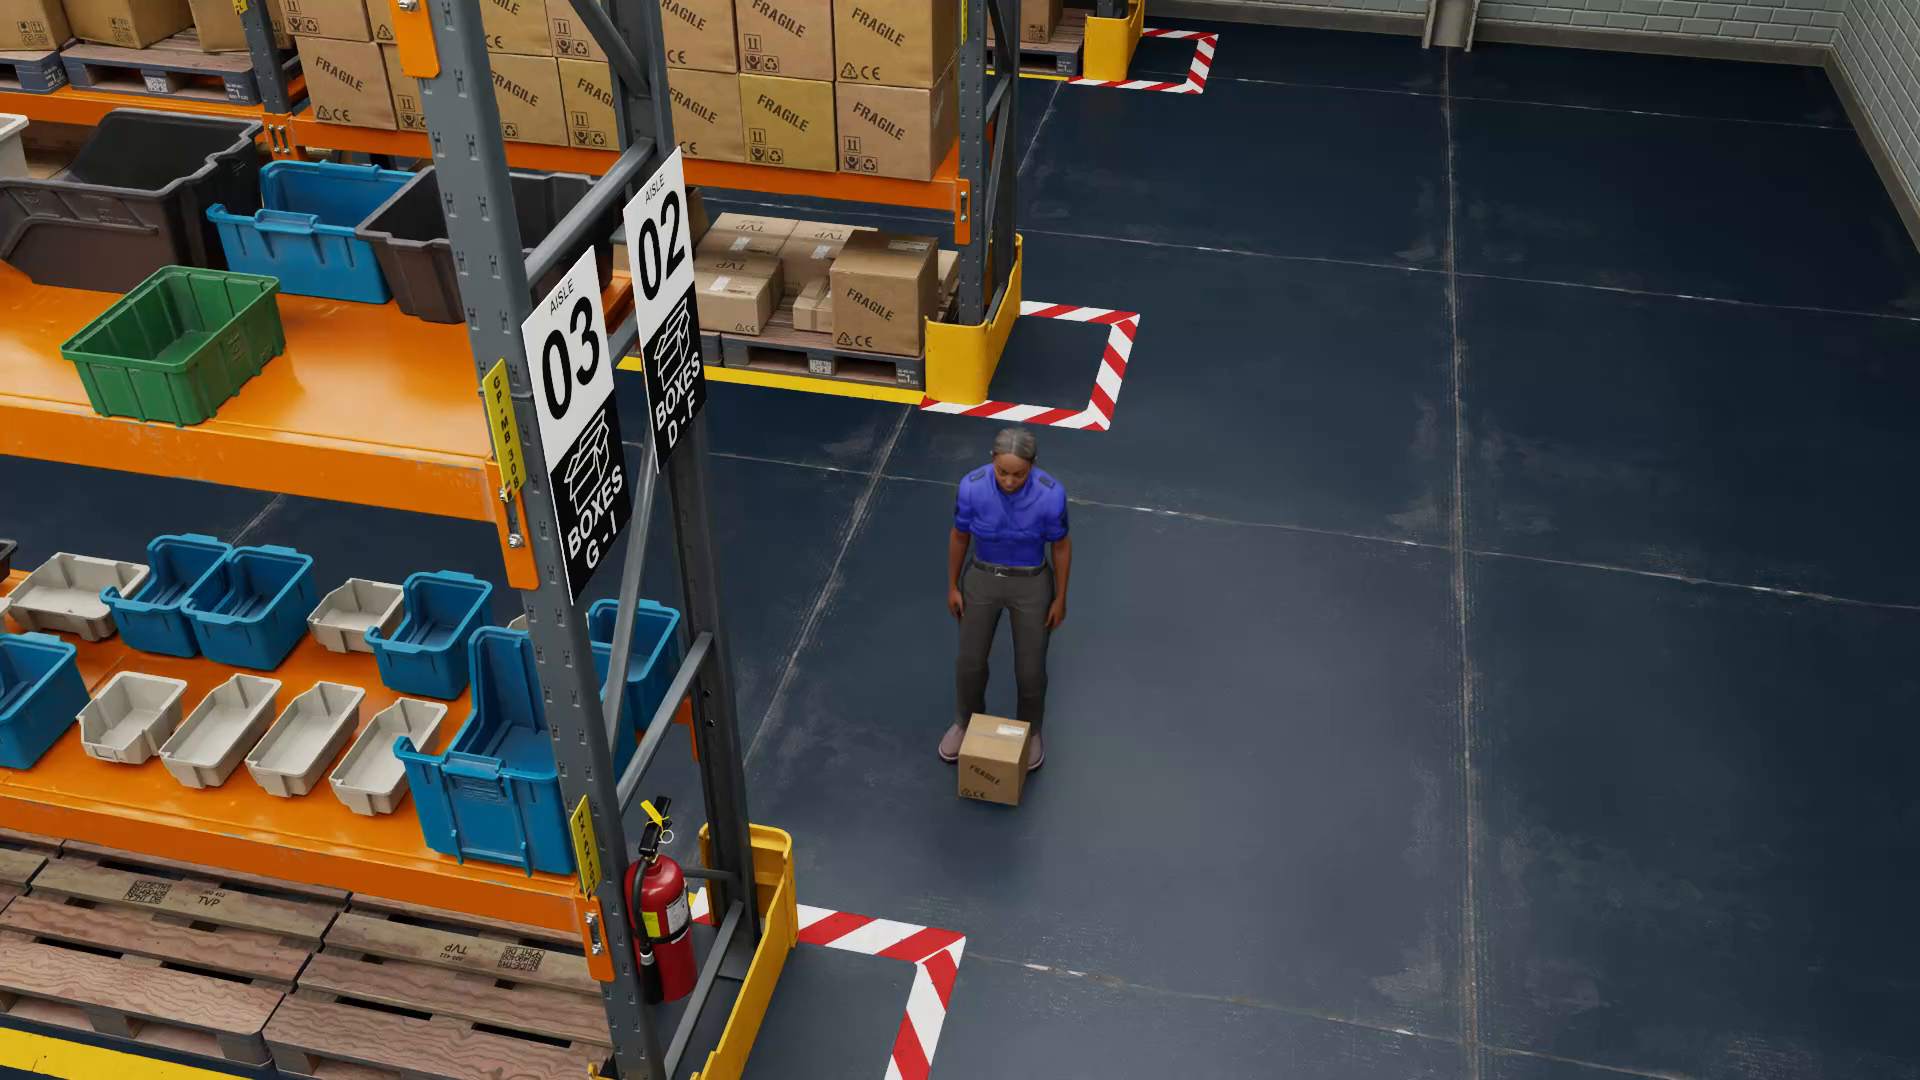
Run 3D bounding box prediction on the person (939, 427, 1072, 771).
[{"bbox_3d":[0.180,0.217,6.690,0.514,1.639,0.349,6,37,8],"label":"person"}]
